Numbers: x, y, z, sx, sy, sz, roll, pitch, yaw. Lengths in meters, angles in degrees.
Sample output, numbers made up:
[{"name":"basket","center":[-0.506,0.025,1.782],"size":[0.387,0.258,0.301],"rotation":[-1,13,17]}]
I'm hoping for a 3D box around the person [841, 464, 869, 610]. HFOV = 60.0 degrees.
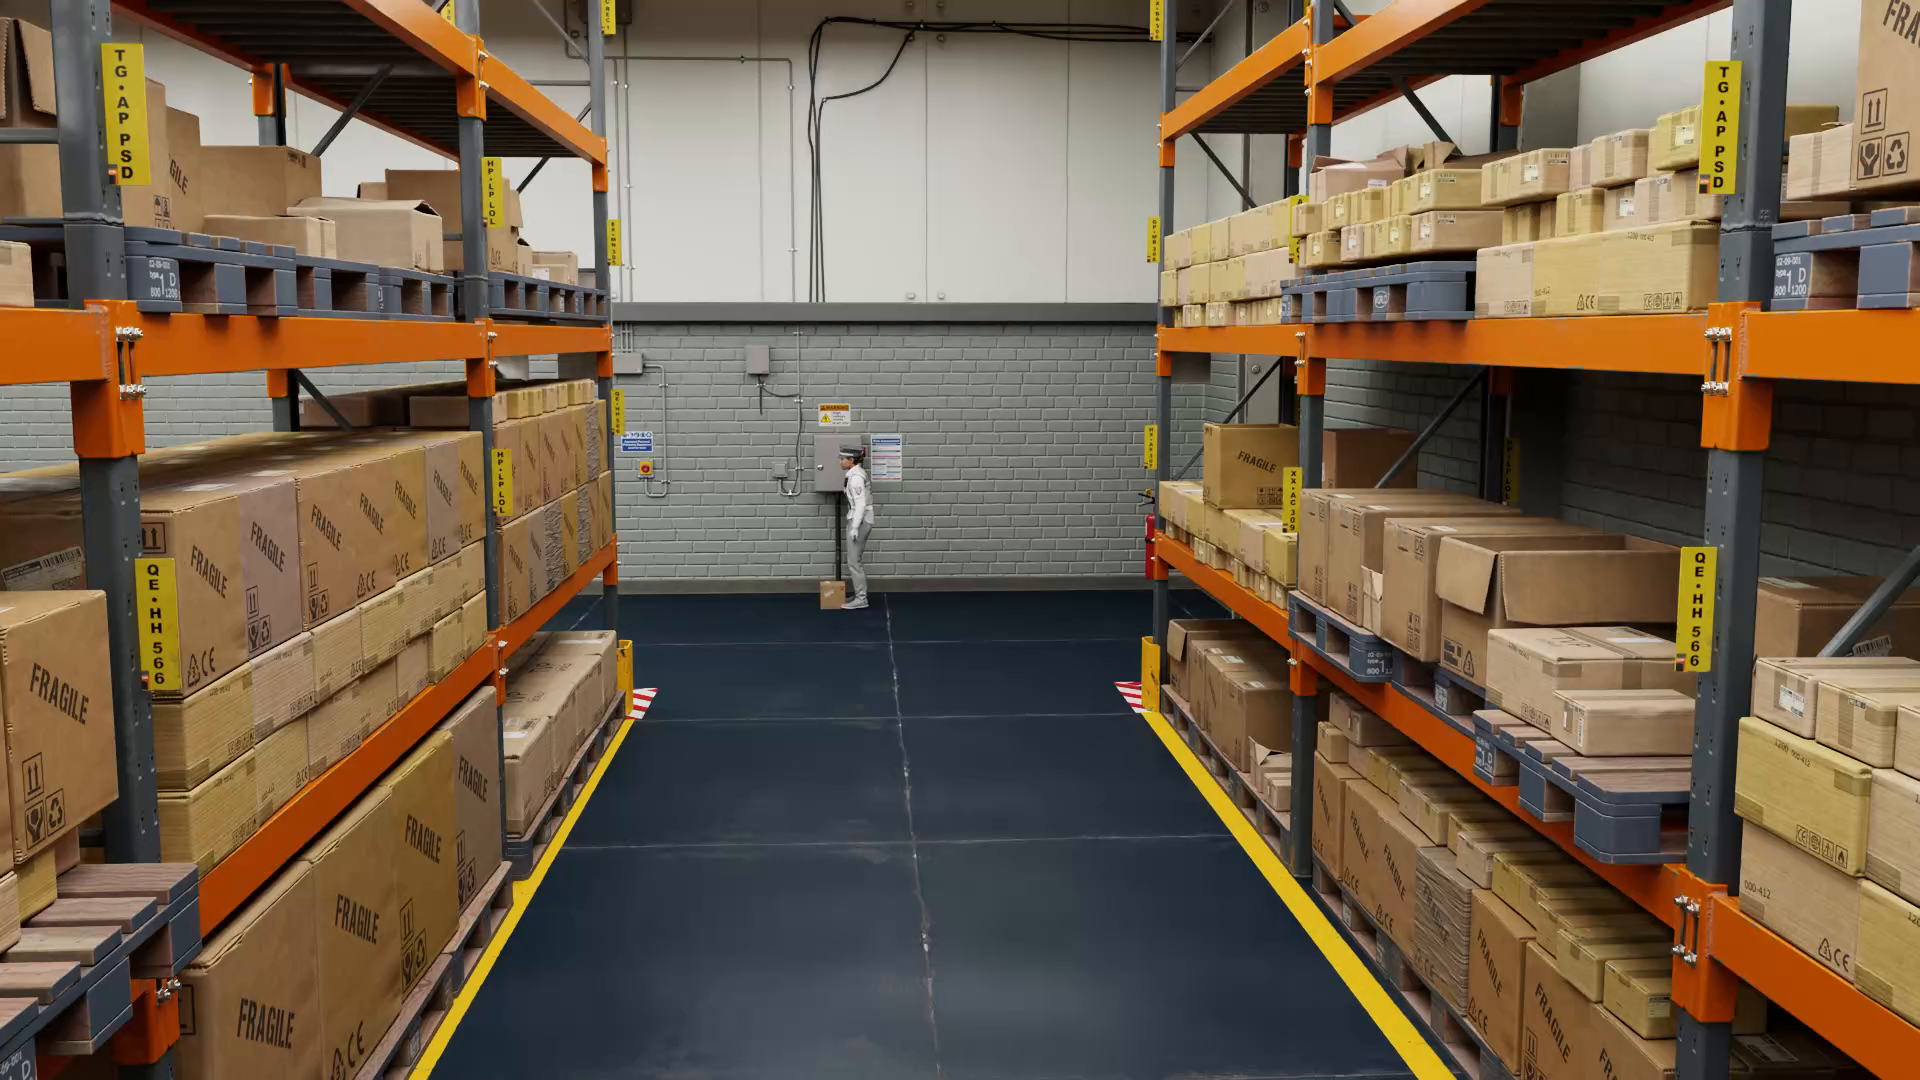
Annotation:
[{"name":"person","center":[-1.048,-0.040,16.893],"size":[0.353,1.463,0.547],"rotation":[-1,7,-7]}]
